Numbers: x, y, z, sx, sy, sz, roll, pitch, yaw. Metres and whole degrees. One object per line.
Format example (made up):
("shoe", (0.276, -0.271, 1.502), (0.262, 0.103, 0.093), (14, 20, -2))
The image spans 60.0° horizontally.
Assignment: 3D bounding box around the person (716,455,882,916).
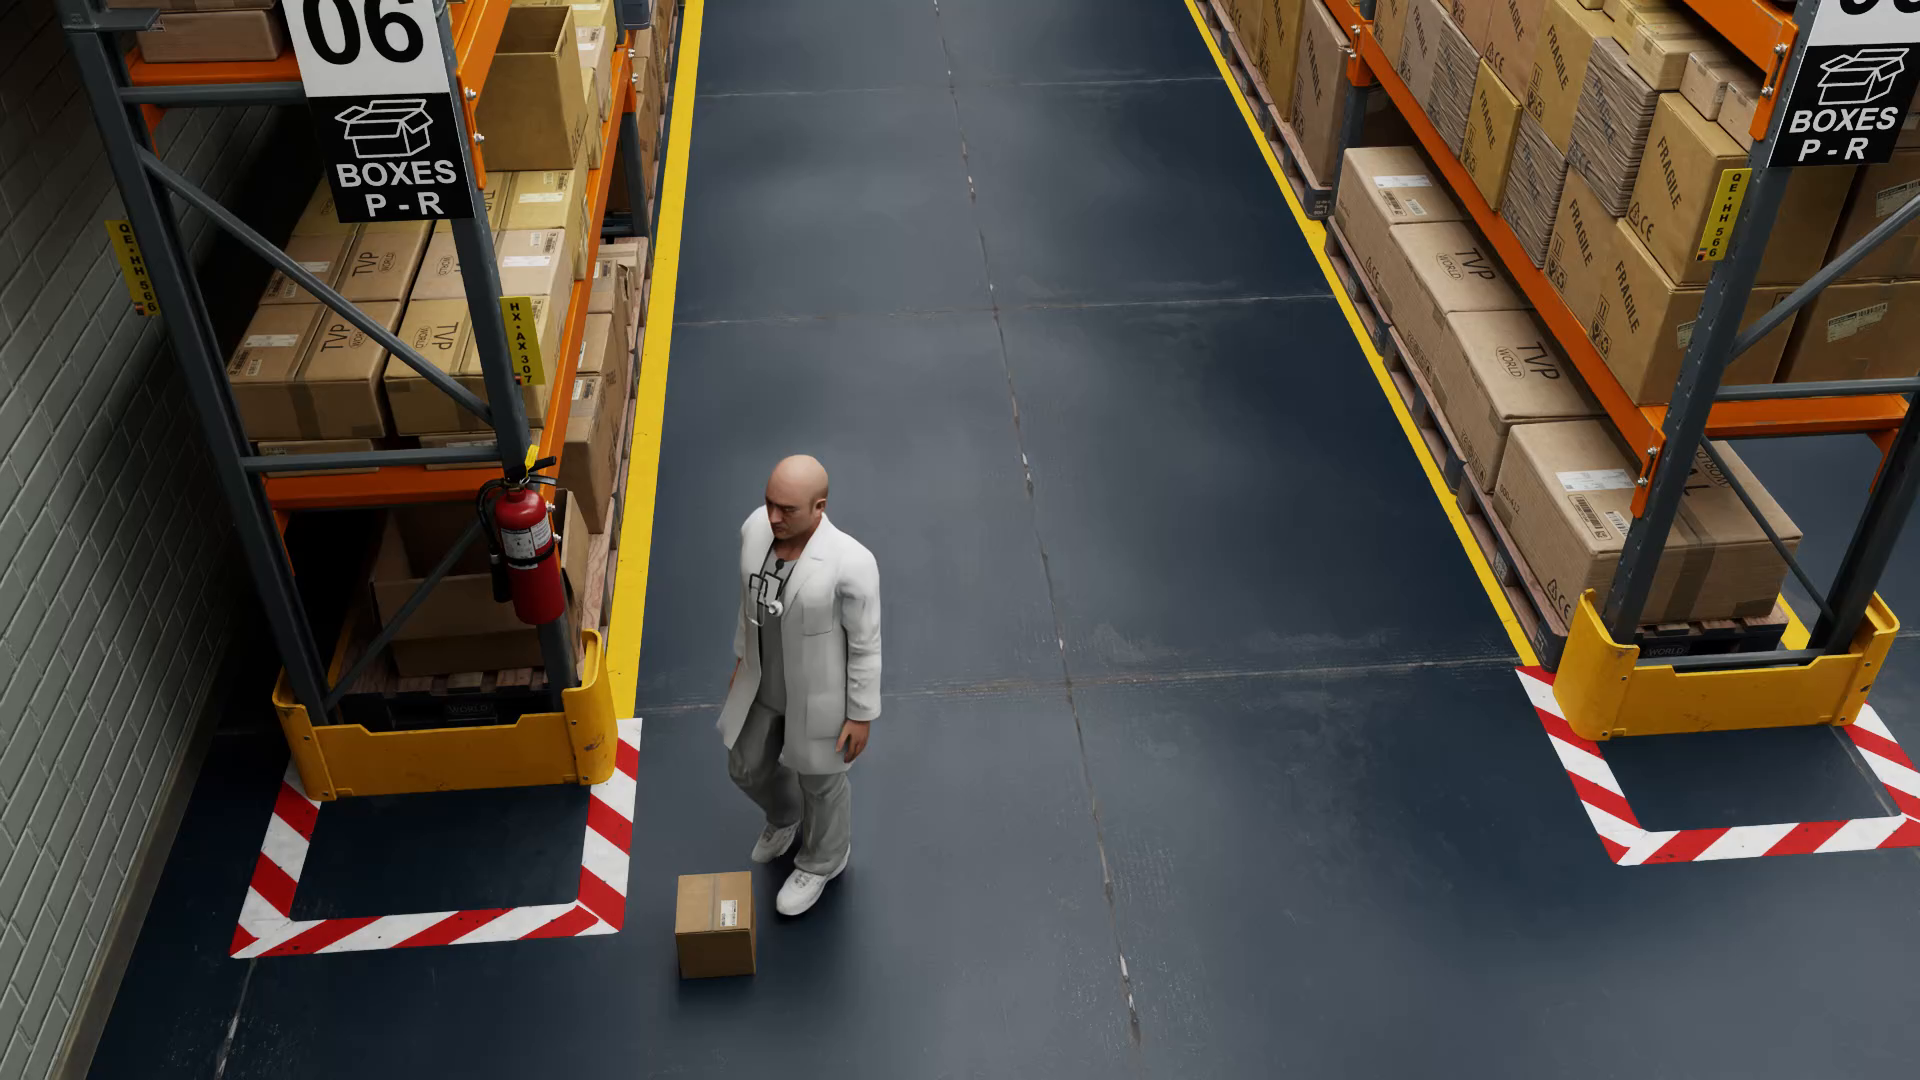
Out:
("person", (-0.546, 0.529, 5.525), (0.617, 1.830, 0.483), (23, 44, 26))
